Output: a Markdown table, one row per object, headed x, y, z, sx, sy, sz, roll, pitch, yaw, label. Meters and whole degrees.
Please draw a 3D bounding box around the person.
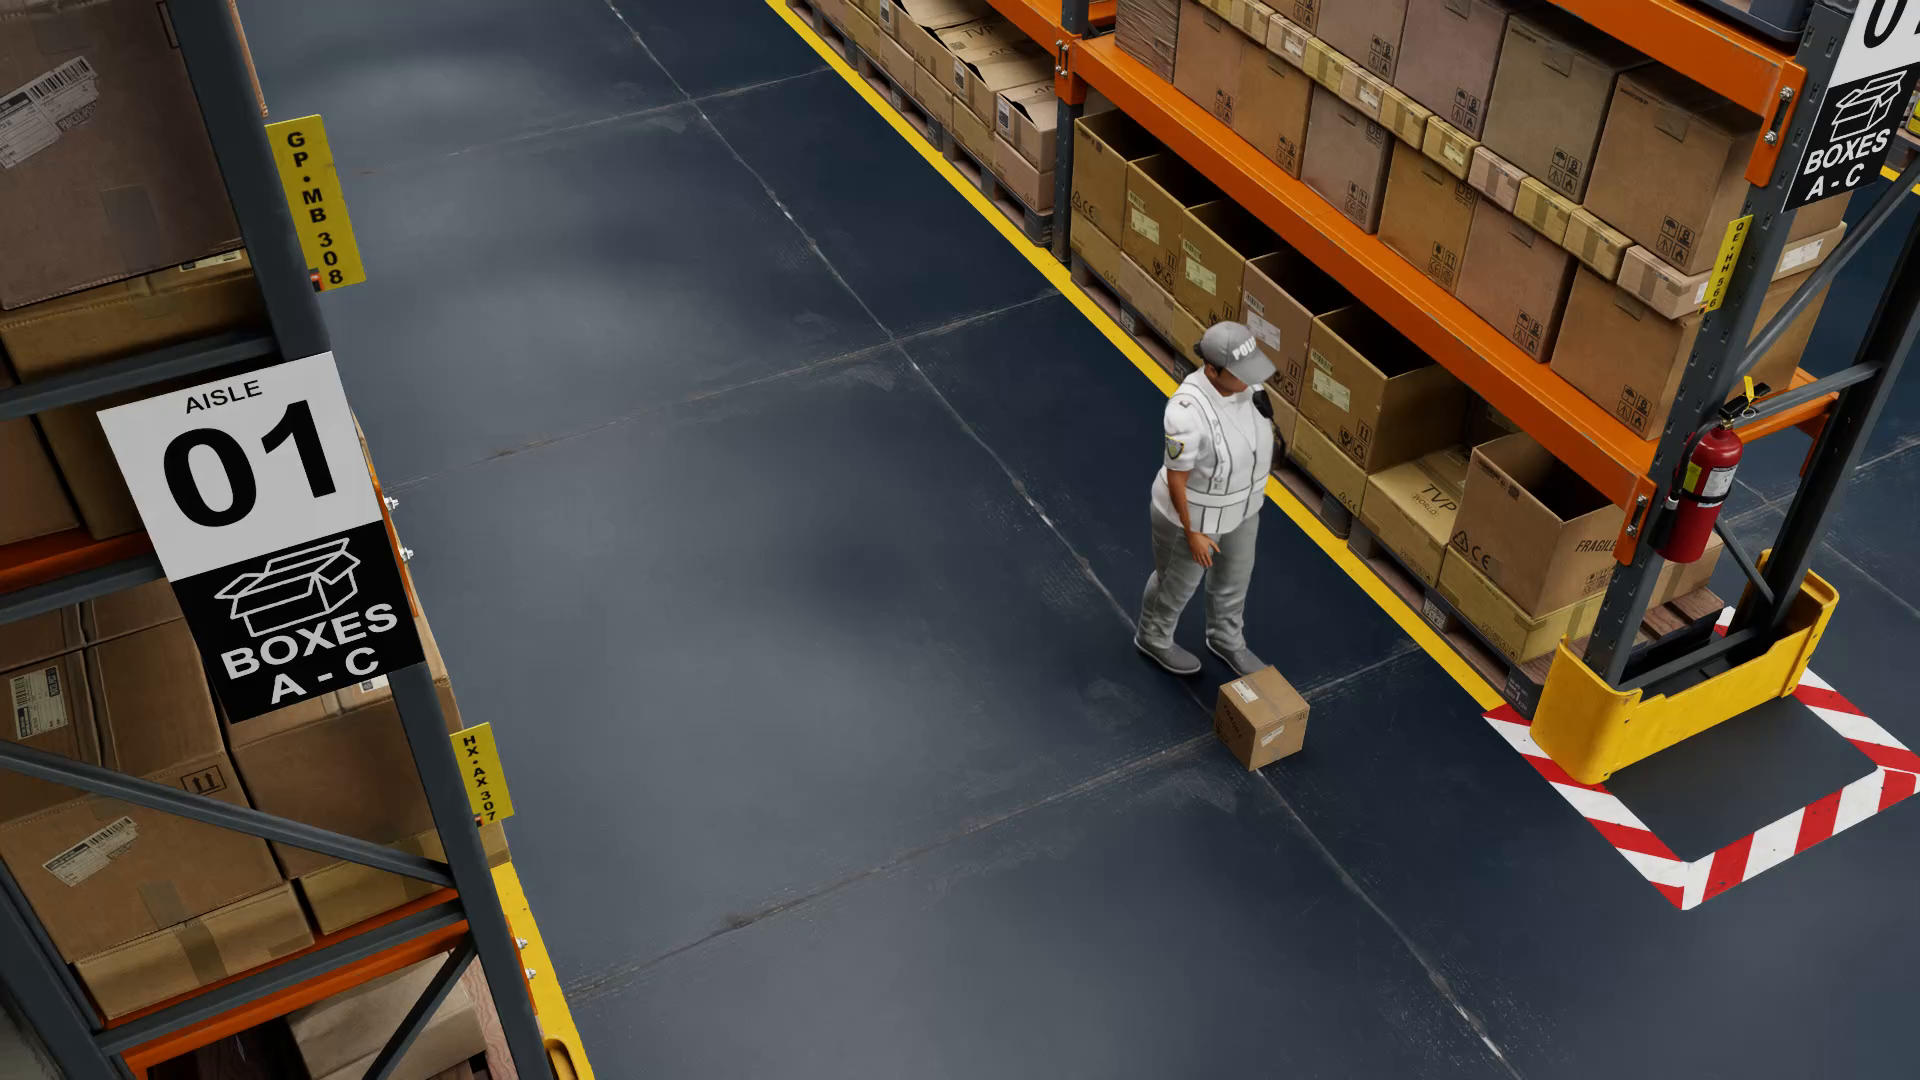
| x | y | z | sx | sy | sz | roll | pitch | yaw | label |
| --- | --- | --- | --- | --- | --- | --- | --- | --- | --- |
| 0.970 | -0.107 | 6.278 | 0.495 | 1.683 | 0.503 | -32 | 50 | -31 | person |
